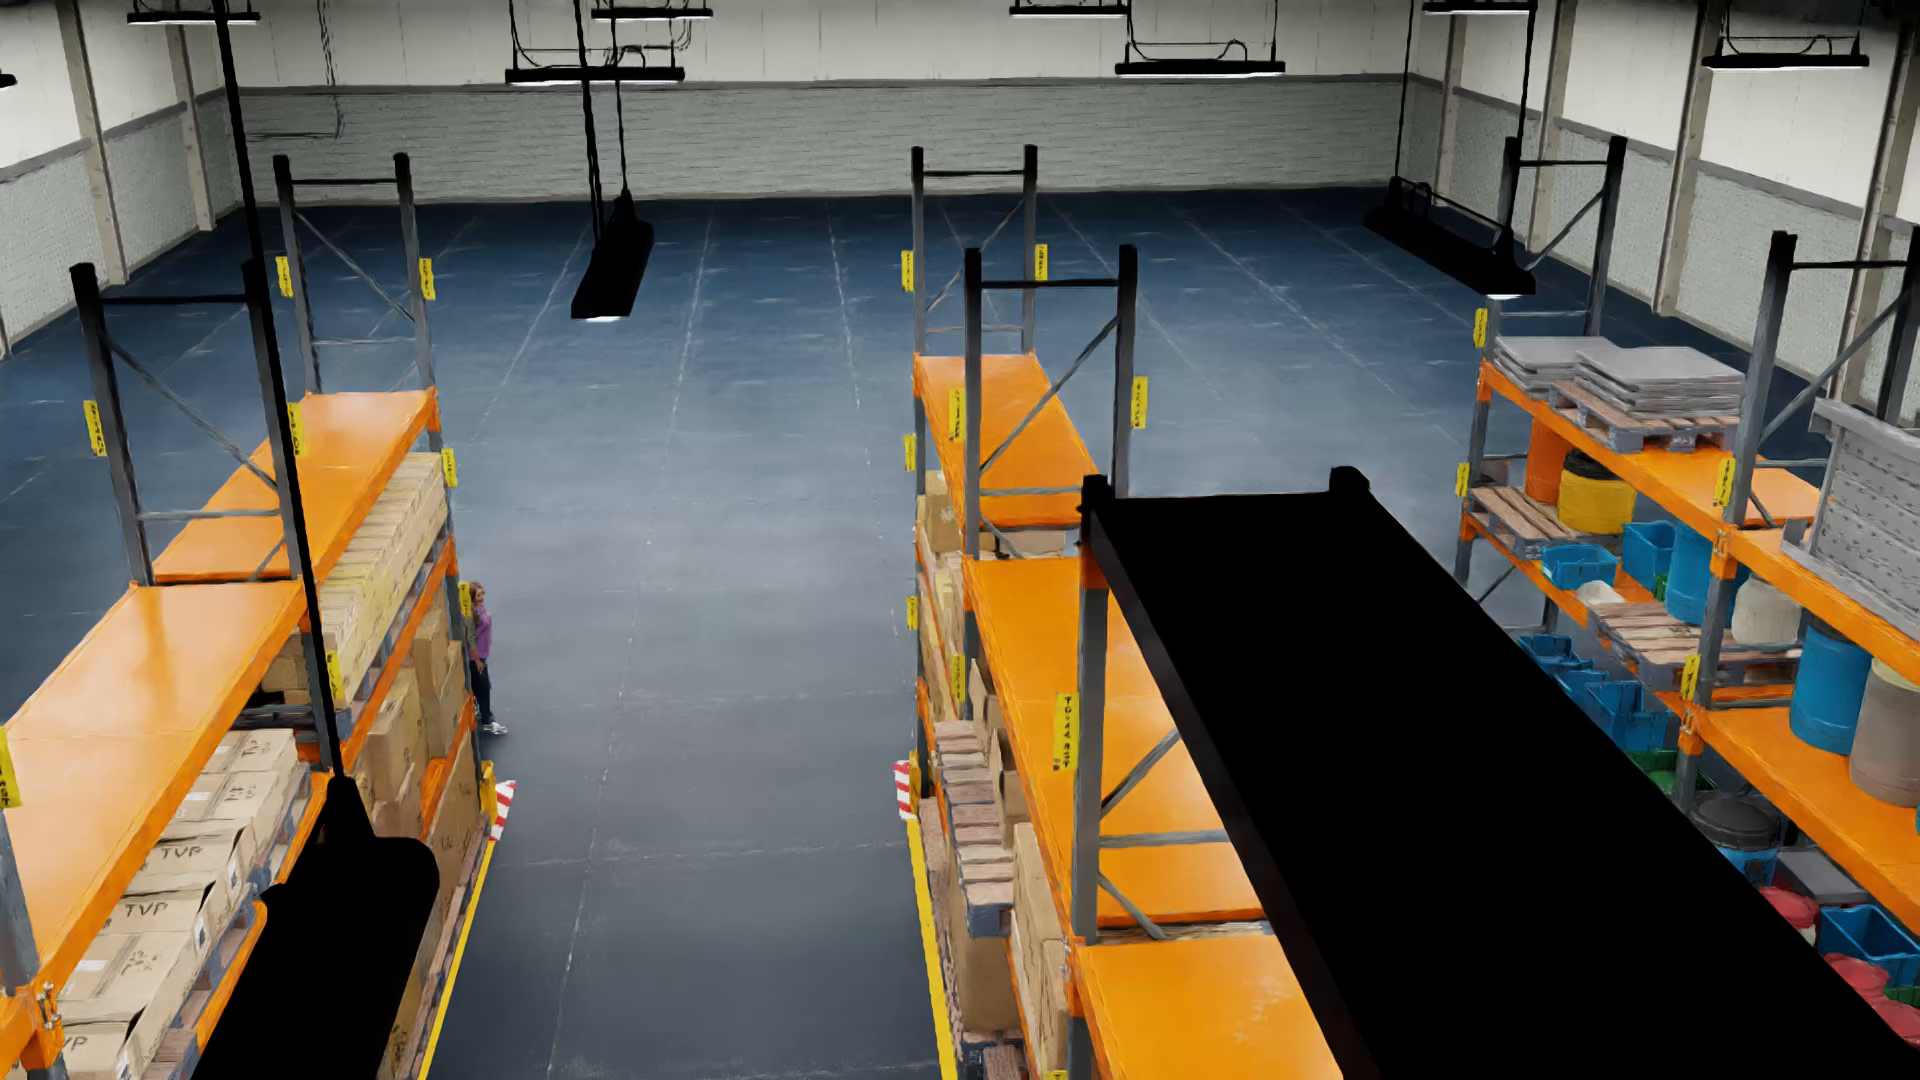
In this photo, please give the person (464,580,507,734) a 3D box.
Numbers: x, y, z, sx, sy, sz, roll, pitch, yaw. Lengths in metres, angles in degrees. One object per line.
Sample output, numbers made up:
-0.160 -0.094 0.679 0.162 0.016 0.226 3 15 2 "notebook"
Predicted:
-4.811 1.147 16.605 0.446 1.565 0.514 -4 22 -9 "person"
